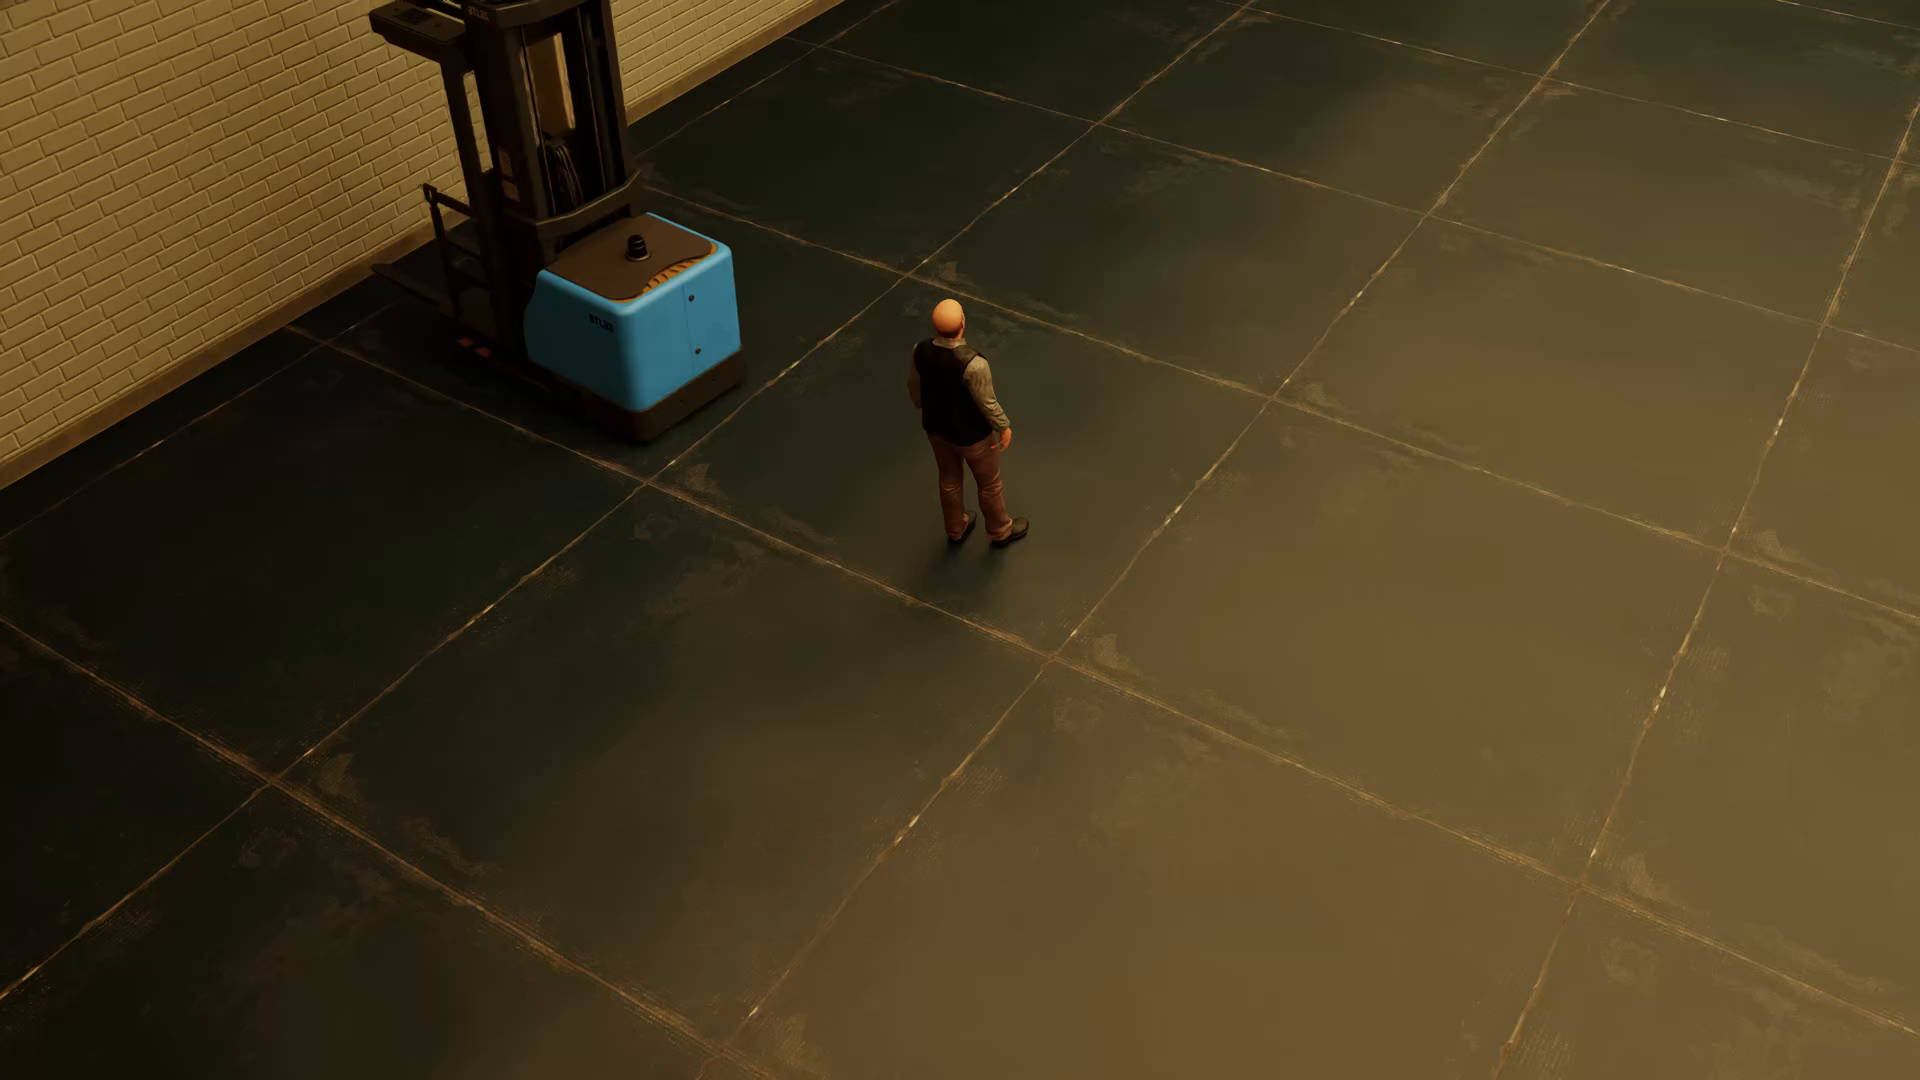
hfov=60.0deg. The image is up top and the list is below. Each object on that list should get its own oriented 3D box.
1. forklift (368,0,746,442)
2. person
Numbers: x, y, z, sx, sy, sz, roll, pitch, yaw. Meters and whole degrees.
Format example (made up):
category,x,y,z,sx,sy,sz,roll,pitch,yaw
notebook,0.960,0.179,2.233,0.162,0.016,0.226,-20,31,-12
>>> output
category,x,y,z,sx,sy,sz,roll,pitch,yaw
forklift,-2.954,-2.543,10.968,3.031,2.935,1.130,26,47,28
person,0.040,-0.693,9.709,0.632,1.720,0.568,22,45,24
